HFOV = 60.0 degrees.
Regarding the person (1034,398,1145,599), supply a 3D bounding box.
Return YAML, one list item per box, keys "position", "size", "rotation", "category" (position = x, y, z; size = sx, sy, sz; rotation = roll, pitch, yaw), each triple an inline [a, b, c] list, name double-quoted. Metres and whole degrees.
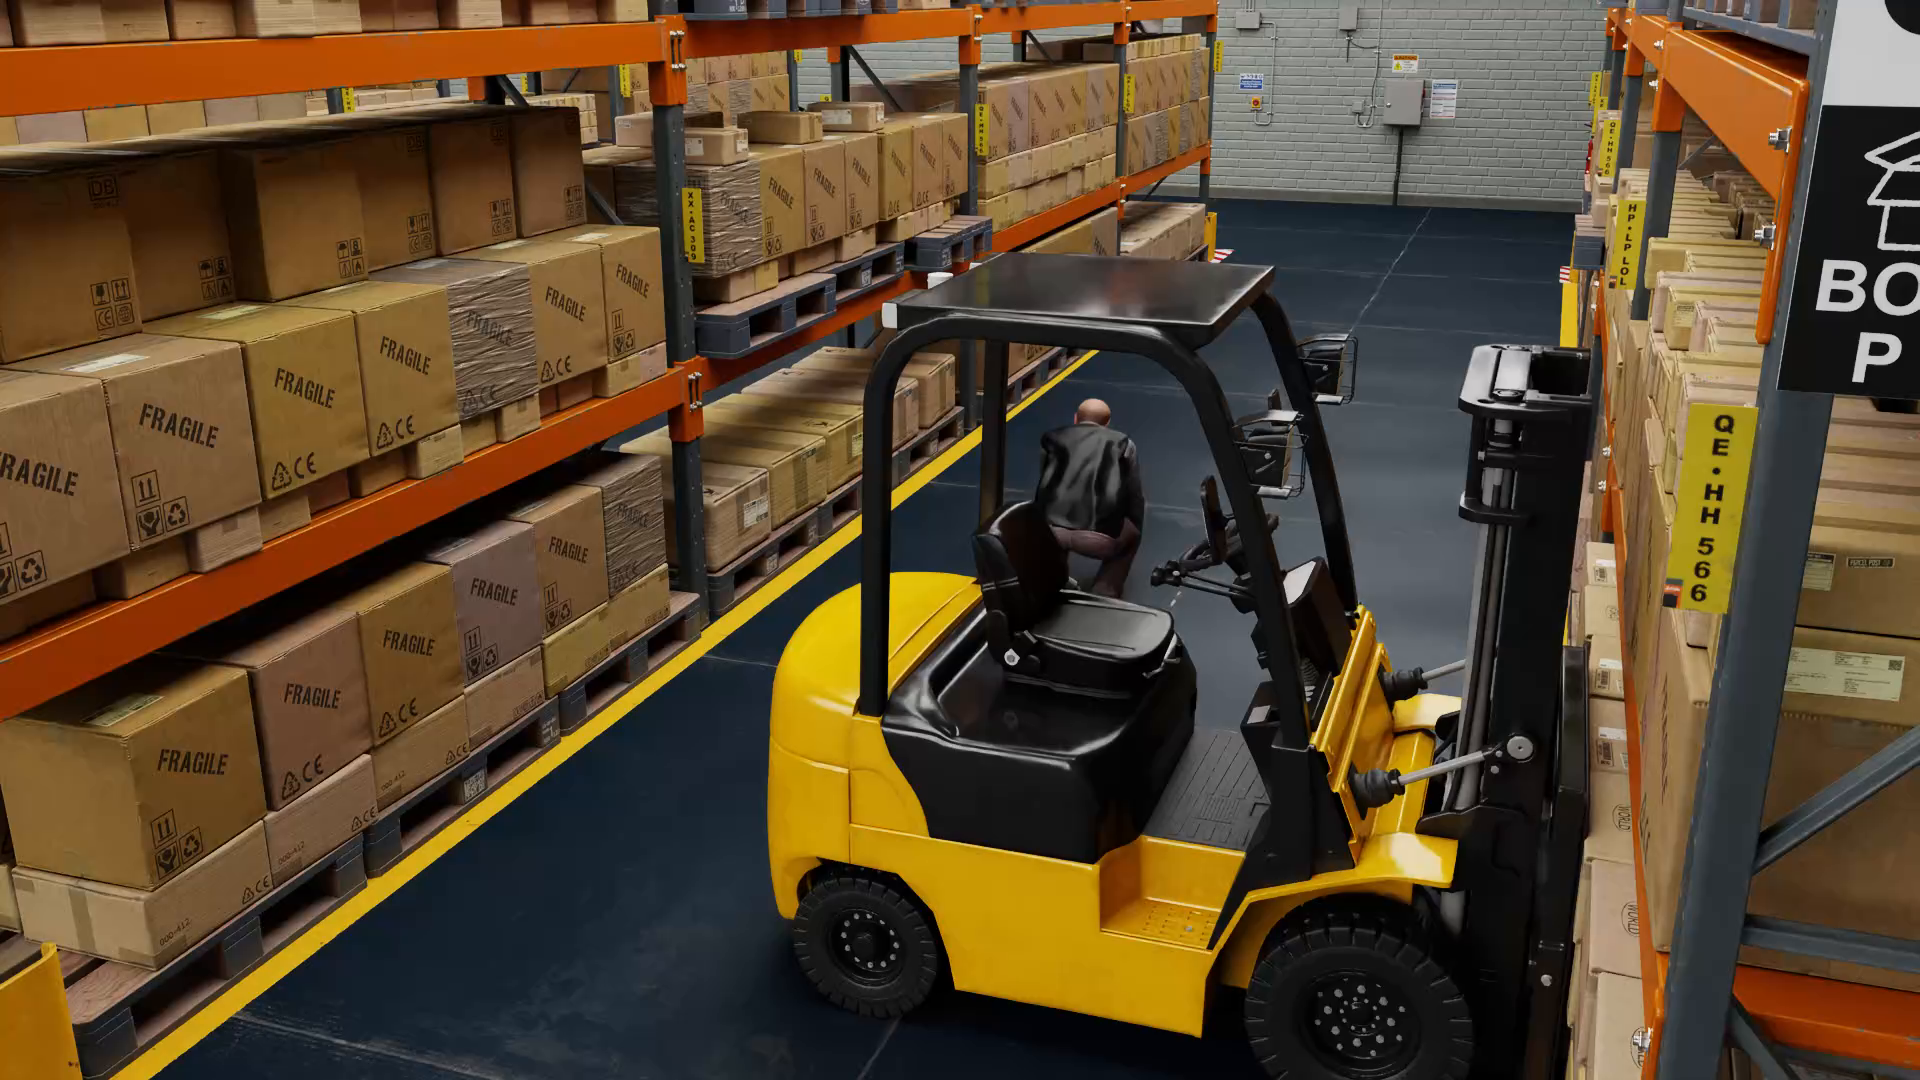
- position: [0.620, -0.154, 8.243]
  size: [0.538, 0.977, 0.867]
  rotation: [6, 20, 18]
  category: "person"
